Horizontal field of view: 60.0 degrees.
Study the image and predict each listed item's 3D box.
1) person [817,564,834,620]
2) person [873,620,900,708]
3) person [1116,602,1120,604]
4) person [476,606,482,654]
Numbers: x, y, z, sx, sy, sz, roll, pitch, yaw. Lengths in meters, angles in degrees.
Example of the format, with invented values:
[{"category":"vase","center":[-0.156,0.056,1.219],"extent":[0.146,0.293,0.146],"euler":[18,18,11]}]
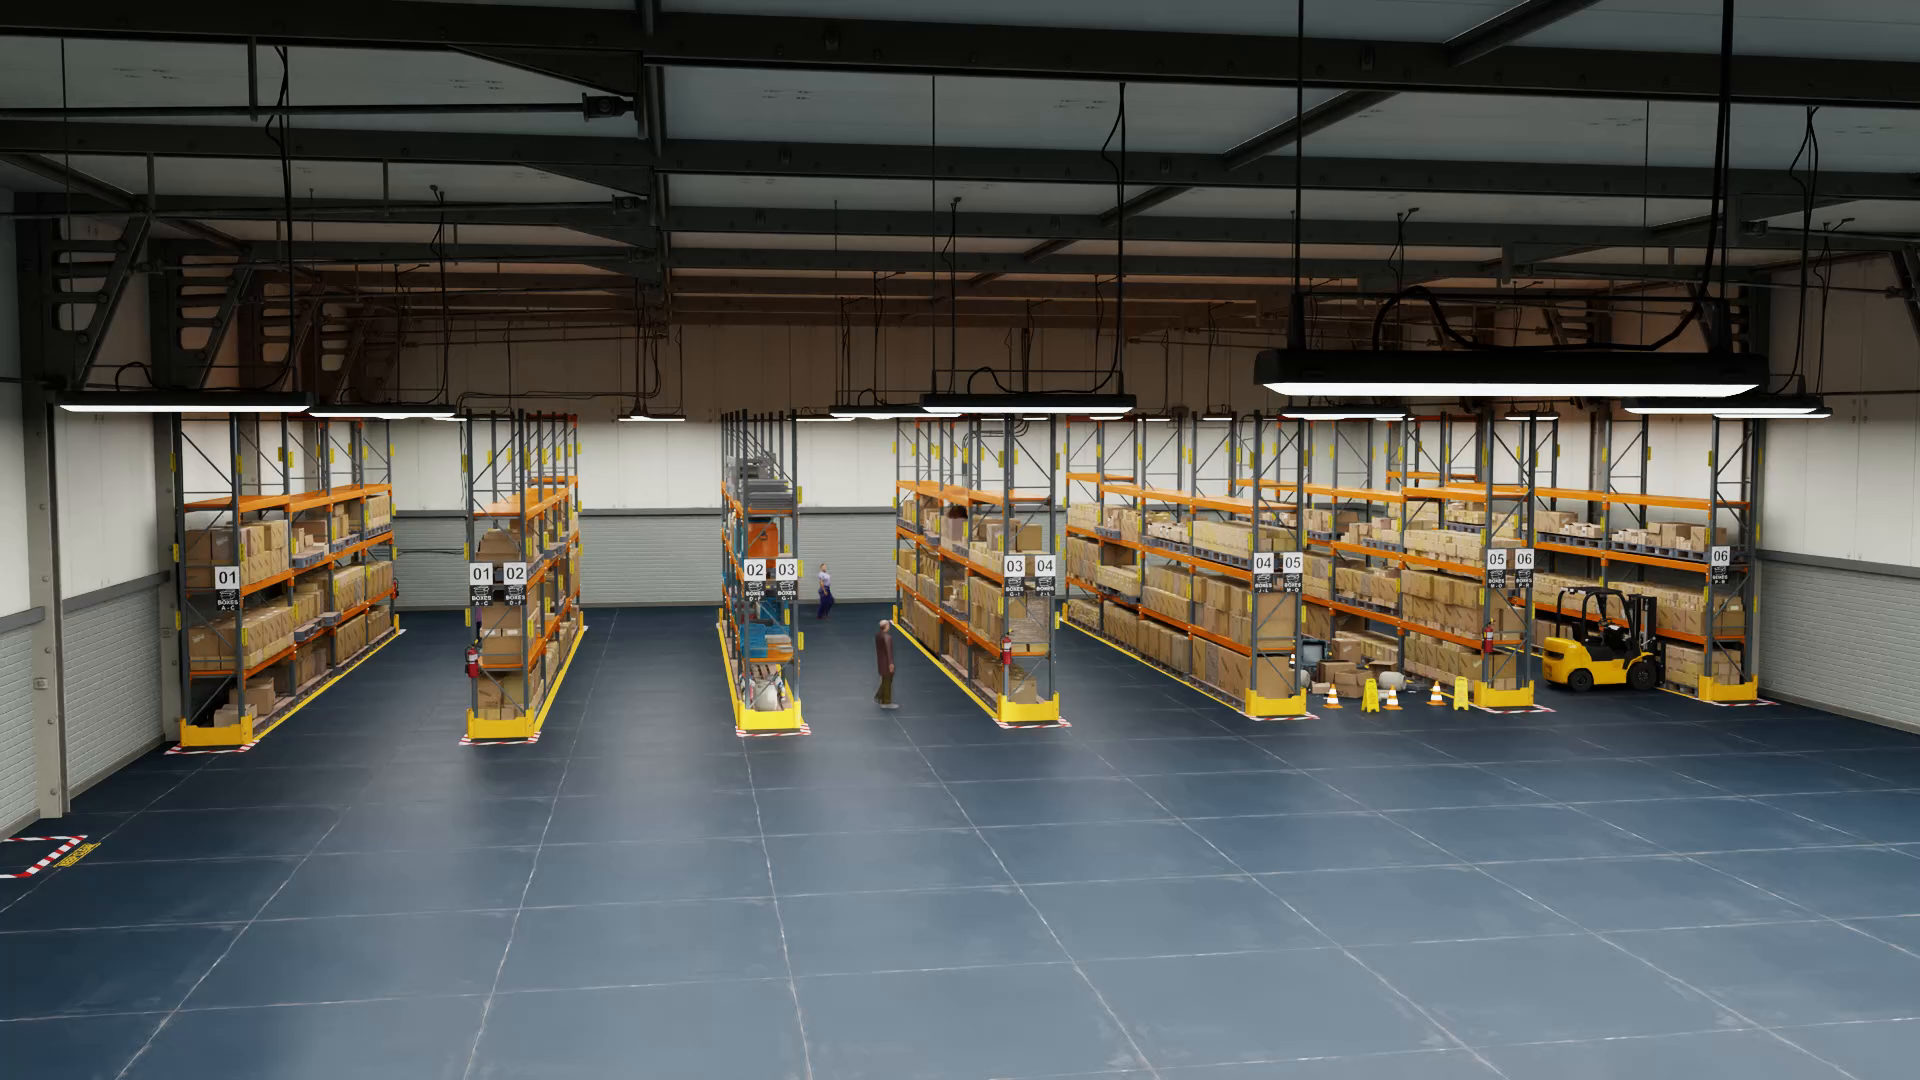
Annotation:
[{"category":"person","center":[-3.928,1.520,48.553],"extent":[0.503,1.670,0.523],"euler":[0,4,-3]},{"category":"person","center":[-1.482,2.513,33.591],"extent":[0.458,1.816,0.679],"euler":[-1,4,-17]},{"category":"person","center":[5.083,1.253,51.449],"extent":[0.826,1.753,0.631],"euler":[-1,4,-8]},{"category":"person","center":[-12.039,2.037,41.592],"extent":[0.395,1.556,0.823],"euler":[-1,4,-10]}]
